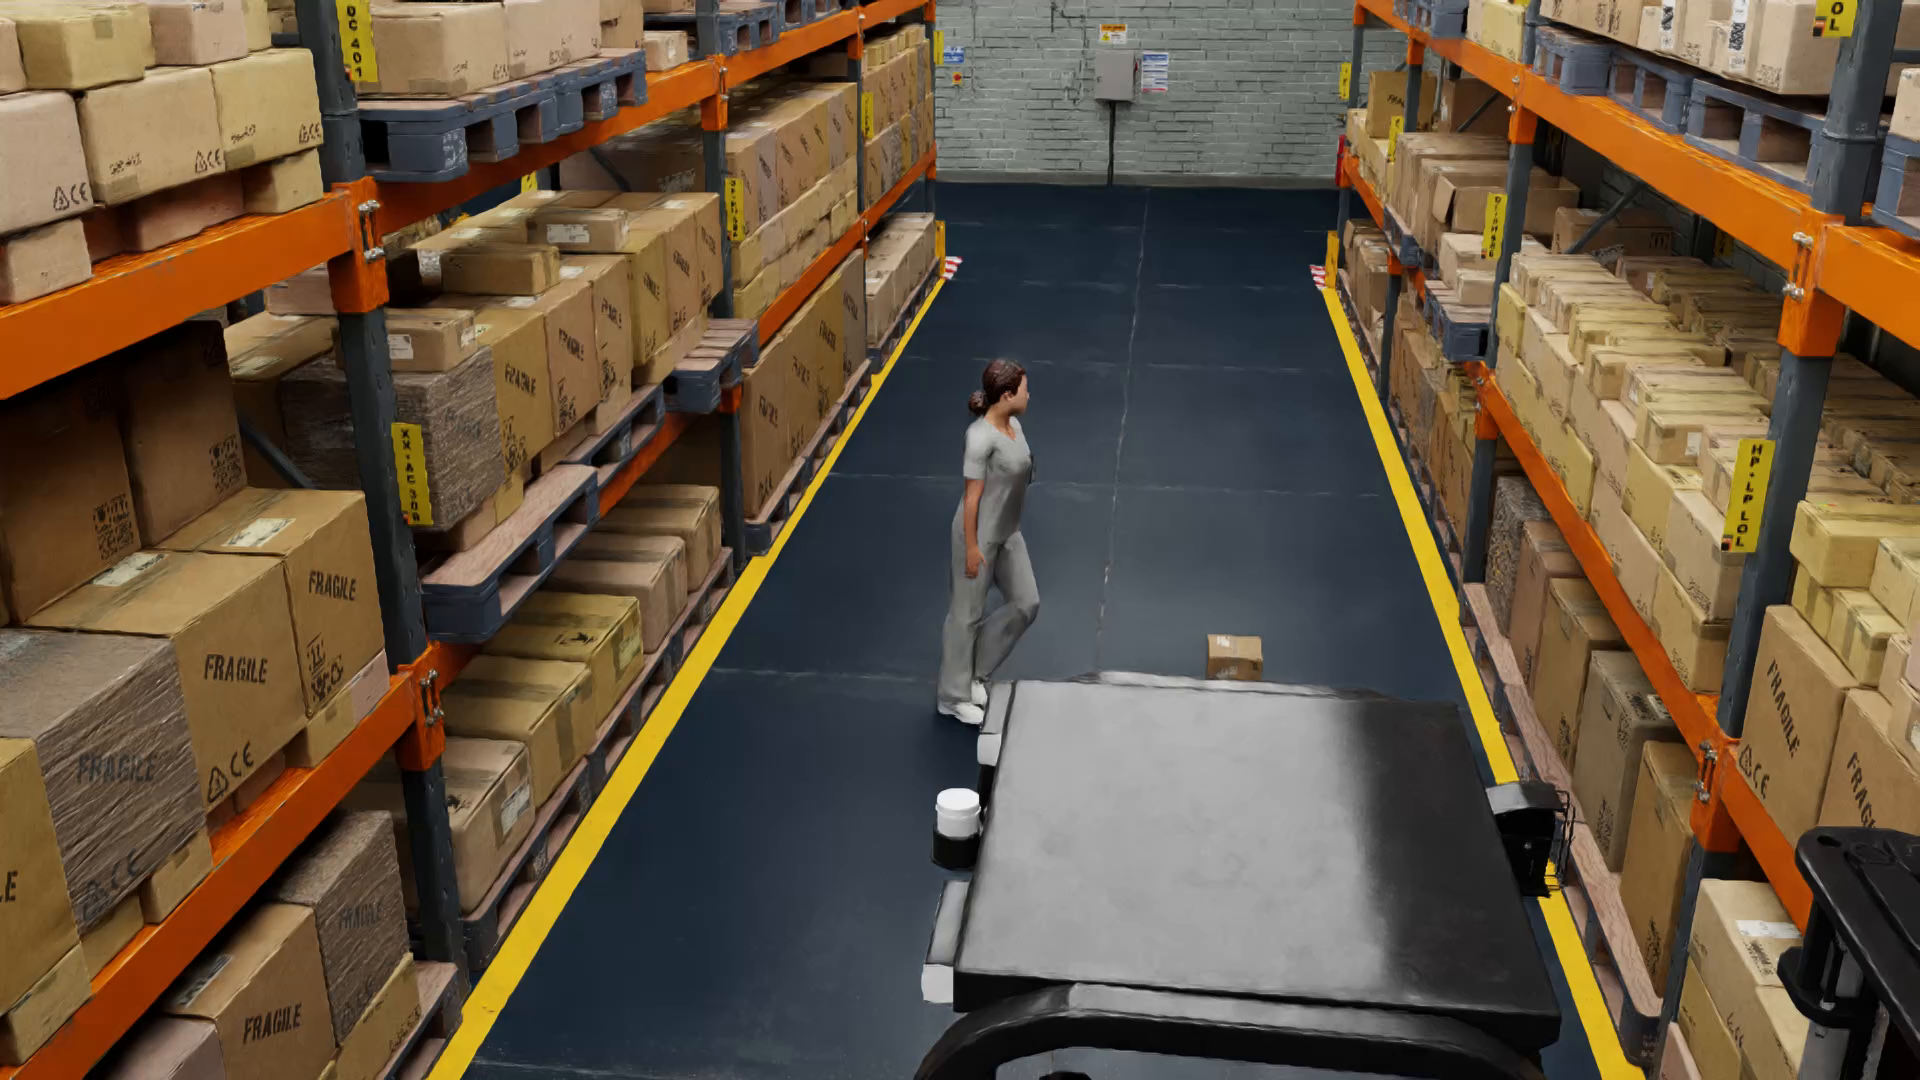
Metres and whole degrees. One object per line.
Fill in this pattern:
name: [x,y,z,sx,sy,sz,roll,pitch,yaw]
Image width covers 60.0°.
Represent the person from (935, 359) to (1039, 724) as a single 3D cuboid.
person: [0.152,0.053,7.631,0.394,1.518,0.569,13,25,30]
